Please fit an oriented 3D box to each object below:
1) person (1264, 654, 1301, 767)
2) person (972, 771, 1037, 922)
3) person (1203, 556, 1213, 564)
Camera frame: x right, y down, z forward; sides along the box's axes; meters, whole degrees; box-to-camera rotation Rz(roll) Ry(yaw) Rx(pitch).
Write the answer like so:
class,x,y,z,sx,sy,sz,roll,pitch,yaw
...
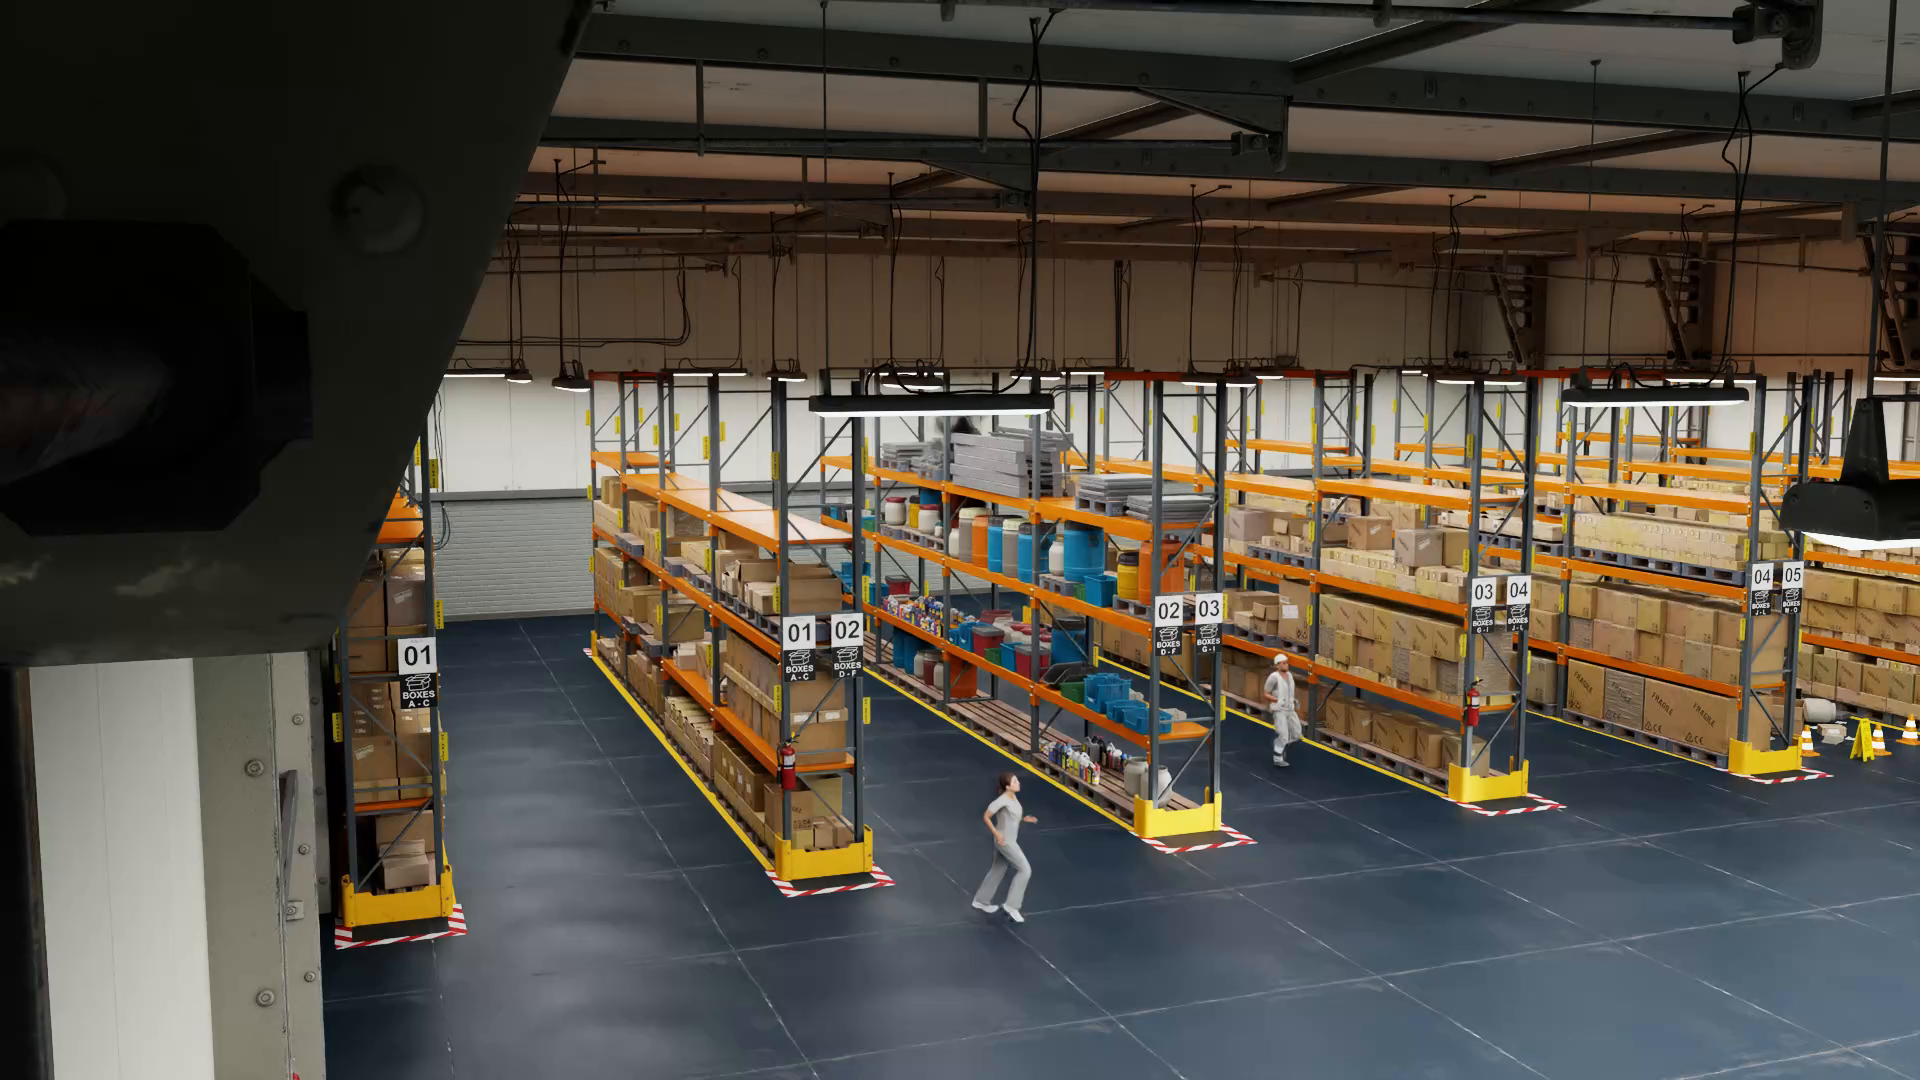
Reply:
class,x,y,z,sx,sy,sz,roll,pitch,yaw
person,4.976,2.618,25.511,0.649,1.740,0.601,-4,8,-32
person,0.496,3.430,18.675,0.738,1.712,0.547,1,6,10
person,6.247,0.861,41.489,0.587,1.722,0.664,-4,8,-33
